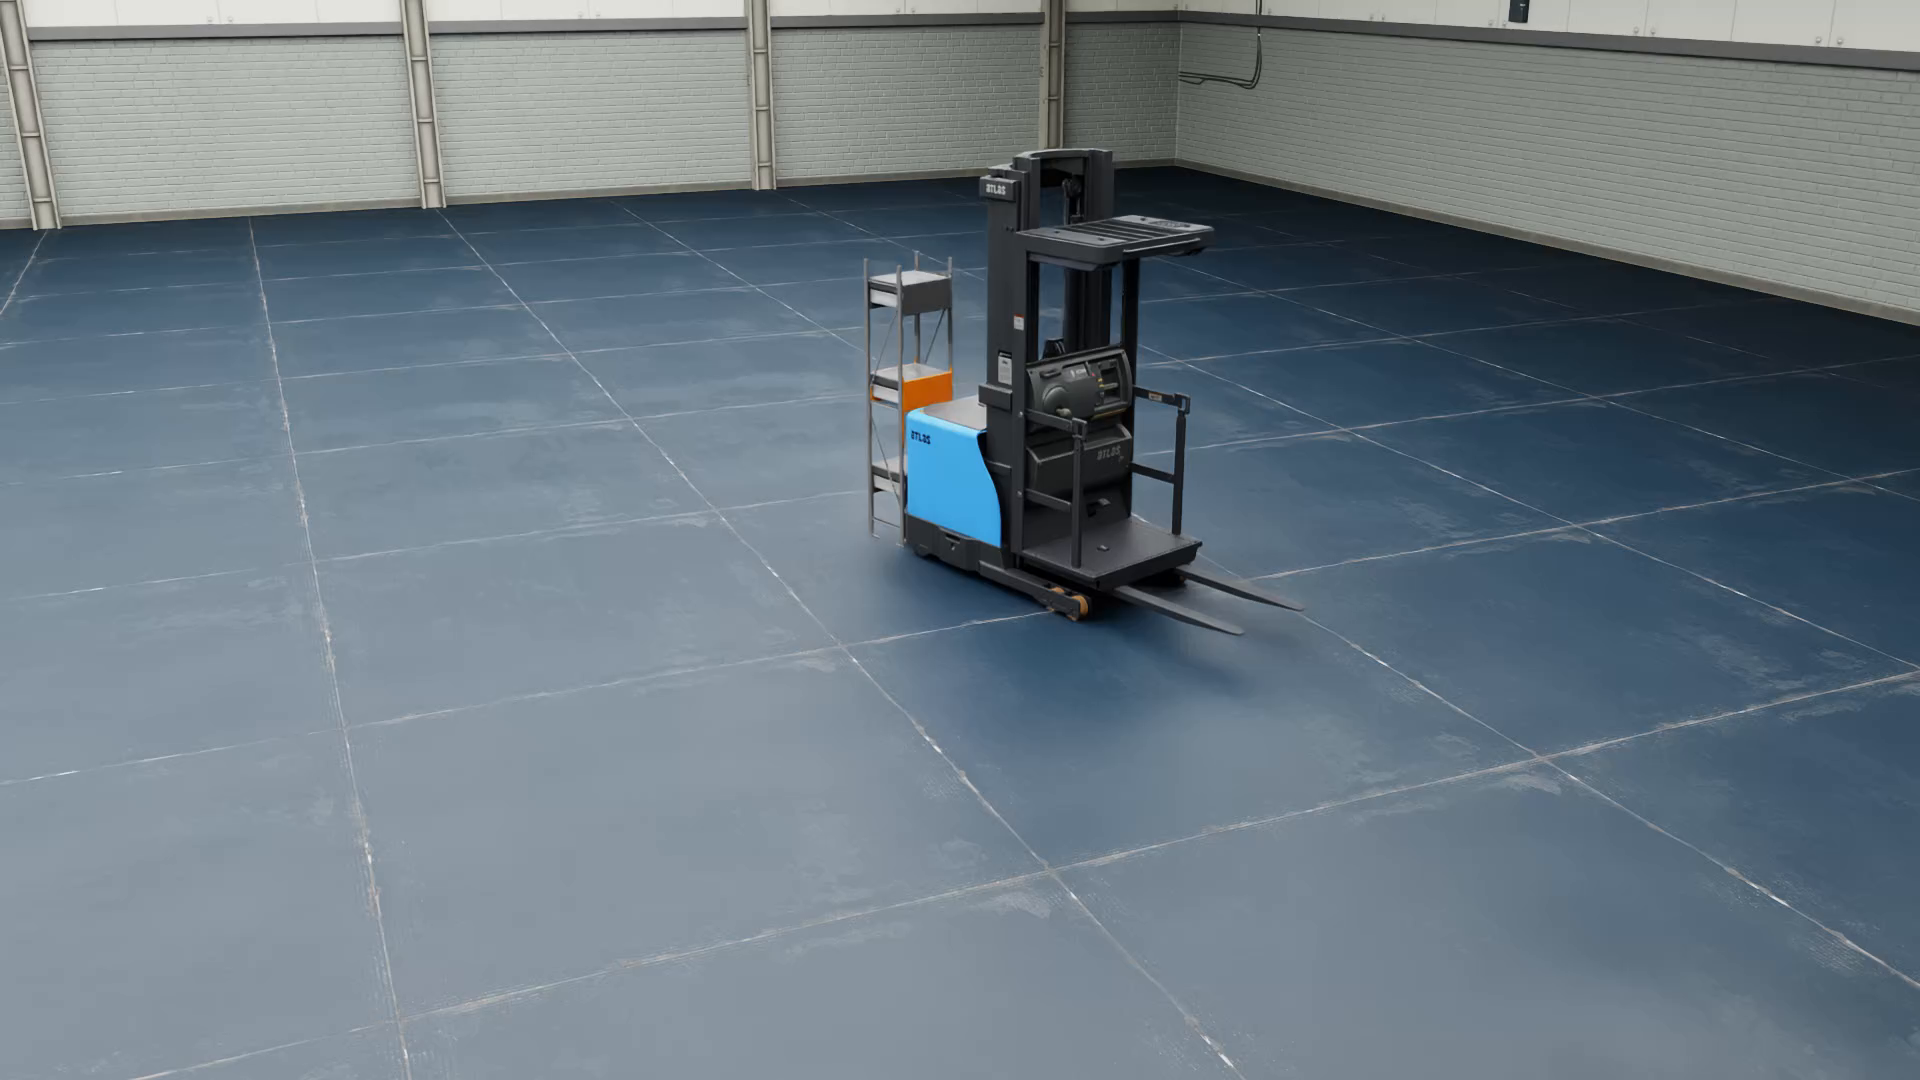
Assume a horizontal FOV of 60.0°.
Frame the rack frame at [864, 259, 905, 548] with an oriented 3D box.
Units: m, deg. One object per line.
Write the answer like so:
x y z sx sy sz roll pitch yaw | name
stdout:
-0.551 -0.981 12.147 0.015 2.100 0.400 -17 26 -40 | rack frame

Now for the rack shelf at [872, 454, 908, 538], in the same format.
-0.371 -0.363 12.539 0.480 0.518 0.431 -17 26 -40 | rack shelf

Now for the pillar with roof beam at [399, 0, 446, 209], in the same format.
-7.495 -8.756 23.841 0.400 9.000 9.100 -8 21 -22 | pillar with roof beam

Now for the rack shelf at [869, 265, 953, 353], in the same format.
-0.371 -1.683 12.075 0.480 0.518 0.431 -17 26 -40 | rack shelf

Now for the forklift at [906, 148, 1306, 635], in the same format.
0.956 -1.040 11.063 1.130 2.935 3.031 -16 25 -39 | forklift

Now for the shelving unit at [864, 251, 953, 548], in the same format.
-0.371 -1.036 12.302 0.503 2.100 0.431 -17 26 -40 | shelving unit

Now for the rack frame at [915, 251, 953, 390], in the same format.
-0.191 -1.091 12.458 0.015 2.100 0.400 -17 26 -40 | rack frame

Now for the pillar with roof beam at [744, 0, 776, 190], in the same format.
-1.986 -9.546 26.083 0.400 9.000 9.100 -8 21 -22 | pillar with roof beam

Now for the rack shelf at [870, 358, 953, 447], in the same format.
-0.371 -1.023 12.307 0.480 0.518 0.431 -17 26 -40 | rack shelf

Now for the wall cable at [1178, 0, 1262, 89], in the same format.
5.047 -10.167 32.524 0.112 2.526 3.097 -8 21 -22 | wall cable

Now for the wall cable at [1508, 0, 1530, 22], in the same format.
8.793 -10.339 23.216 0.169 6.003 2.305 -8 21 -22 | wall cable

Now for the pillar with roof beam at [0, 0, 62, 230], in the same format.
-13.004 -7.967 21.599 0.400 9.000 9.100 -8 21 -22 | pillar with roof beam

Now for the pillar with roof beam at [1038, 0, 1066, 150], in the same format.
3.523 -10.335 28.325 0.400 9.000 9.100 -8 21 -22 | pillar with roof beam
